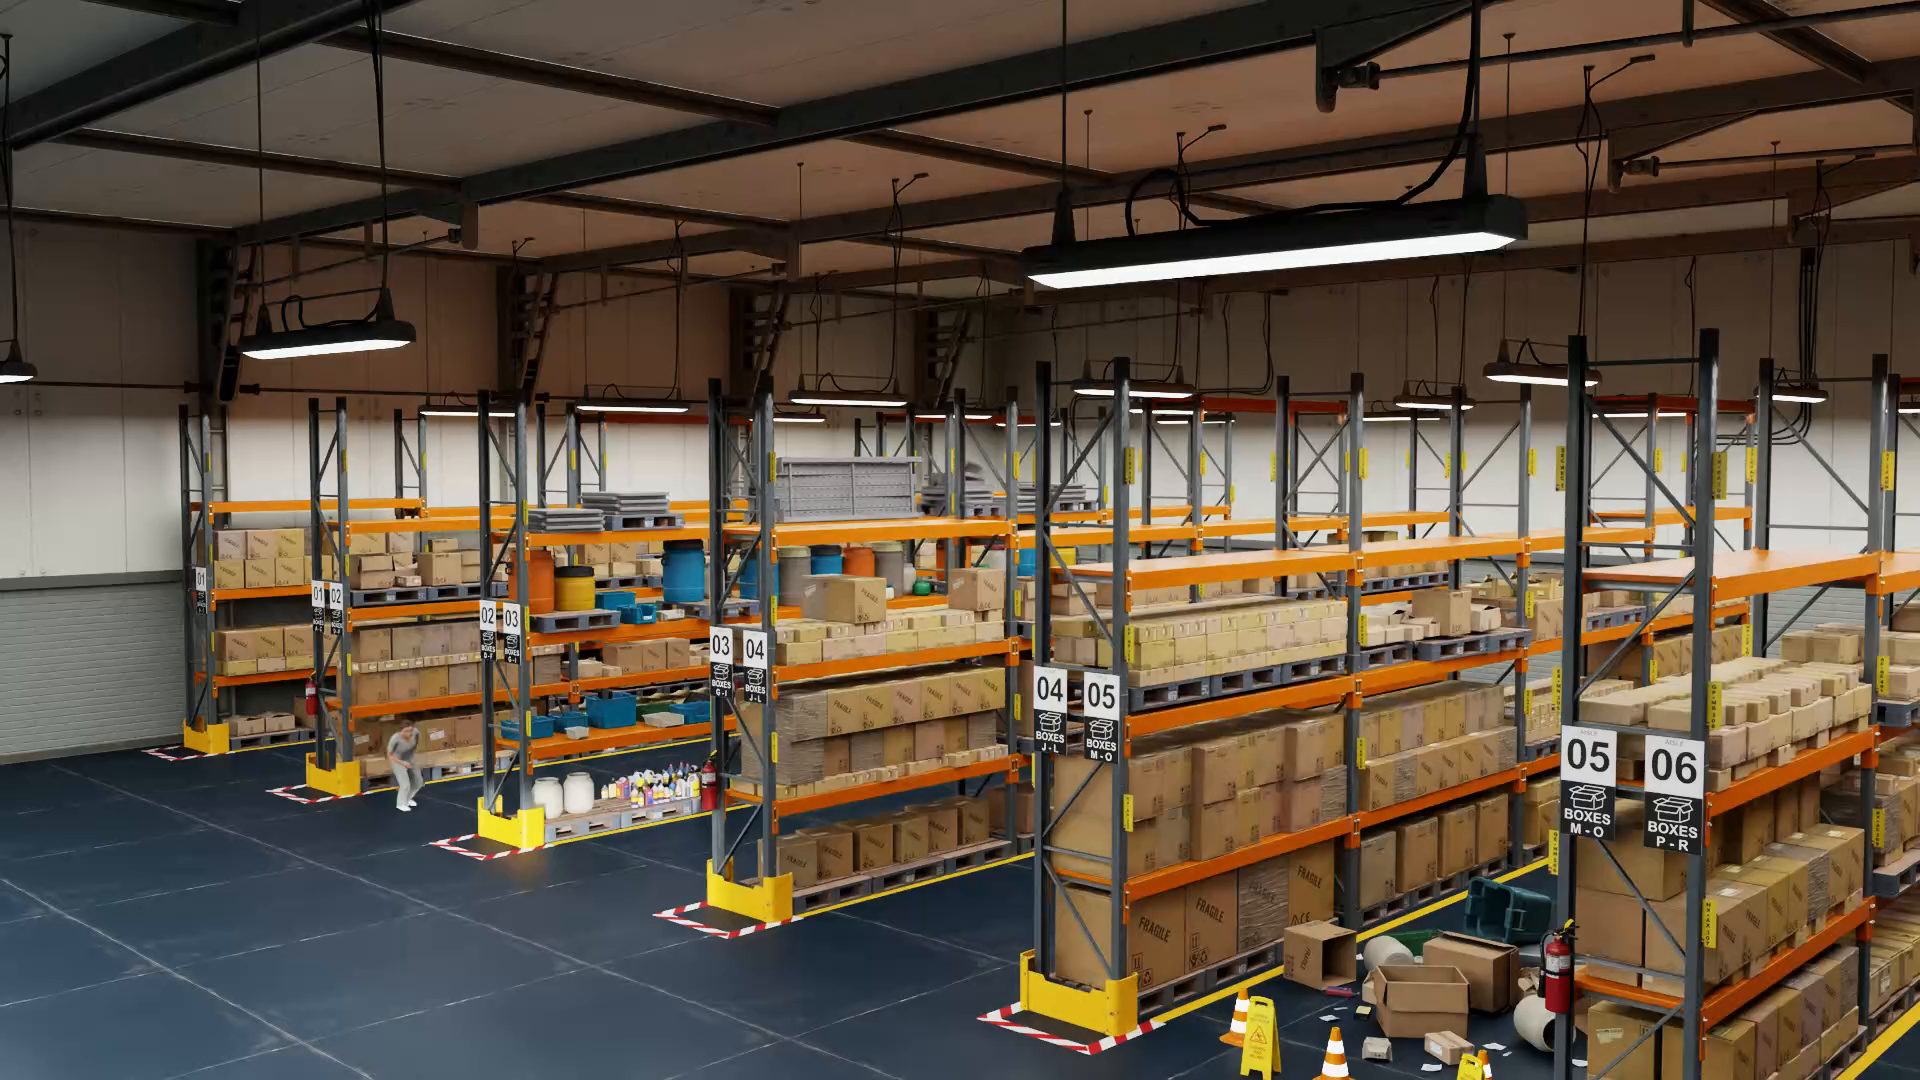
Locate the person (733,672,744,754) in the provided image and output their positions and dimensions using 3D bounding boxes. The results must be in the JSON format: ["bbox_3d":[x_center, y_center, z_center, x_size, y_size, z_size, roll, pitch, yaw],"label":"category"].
[{"bbox_3d":[-3.525,2.817,27.922,0.695,1.638,0.810,0,3,-2],"label":"person"}]

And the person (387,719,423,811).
[{"bbox_3d":[-7.970,3.224,23.821,0.852,1.385,0.594,3,4,44],"label":"person"}]

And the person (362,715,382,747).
[{"bbox_3d":[-9.967,2.894,28.150,0.573,1.596,0.529,1,3,16],"label":"person"}]
